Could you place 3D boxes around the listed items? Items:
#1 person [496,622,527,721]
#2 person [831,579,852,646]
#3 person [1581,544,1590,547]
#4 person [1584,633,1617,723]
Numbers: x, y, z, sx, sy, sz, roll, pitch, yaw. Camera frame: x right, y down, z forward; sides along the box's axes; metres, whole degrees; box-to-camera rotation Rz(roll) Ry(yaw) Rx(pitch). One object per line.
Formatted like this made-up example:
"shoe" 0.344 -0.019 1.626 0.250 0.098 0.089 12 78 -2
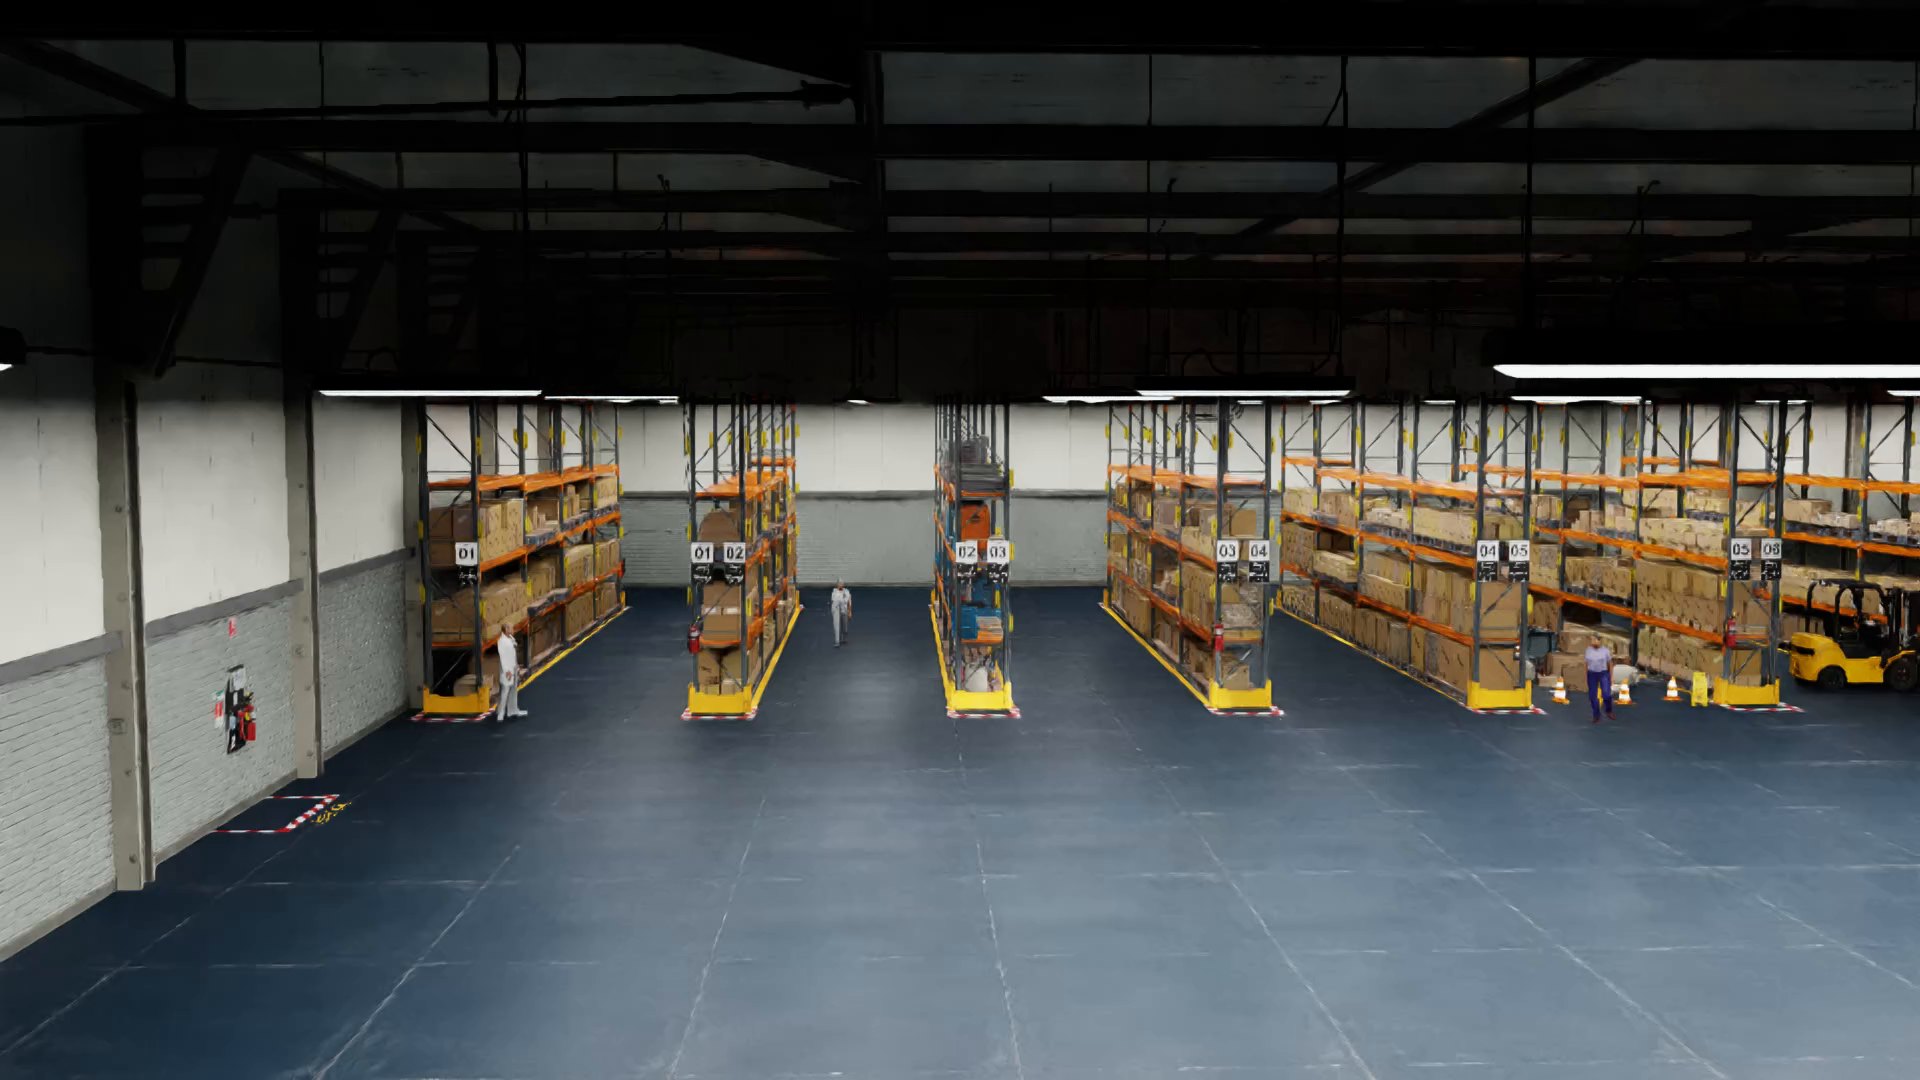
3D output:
"person" -8.253 2.378 30.437 0.435 1.784 0.741 1 5 7
"person" -2.841 1.718 39.941 0.493 1.606 0.991 0 5 -4
"person" 18.580 0.957 49.263 0.500 1.665 0.569 -2 5 -27
"person" 11.629 2.498 30.194 0.558 1.627 0.522 3 6 36
